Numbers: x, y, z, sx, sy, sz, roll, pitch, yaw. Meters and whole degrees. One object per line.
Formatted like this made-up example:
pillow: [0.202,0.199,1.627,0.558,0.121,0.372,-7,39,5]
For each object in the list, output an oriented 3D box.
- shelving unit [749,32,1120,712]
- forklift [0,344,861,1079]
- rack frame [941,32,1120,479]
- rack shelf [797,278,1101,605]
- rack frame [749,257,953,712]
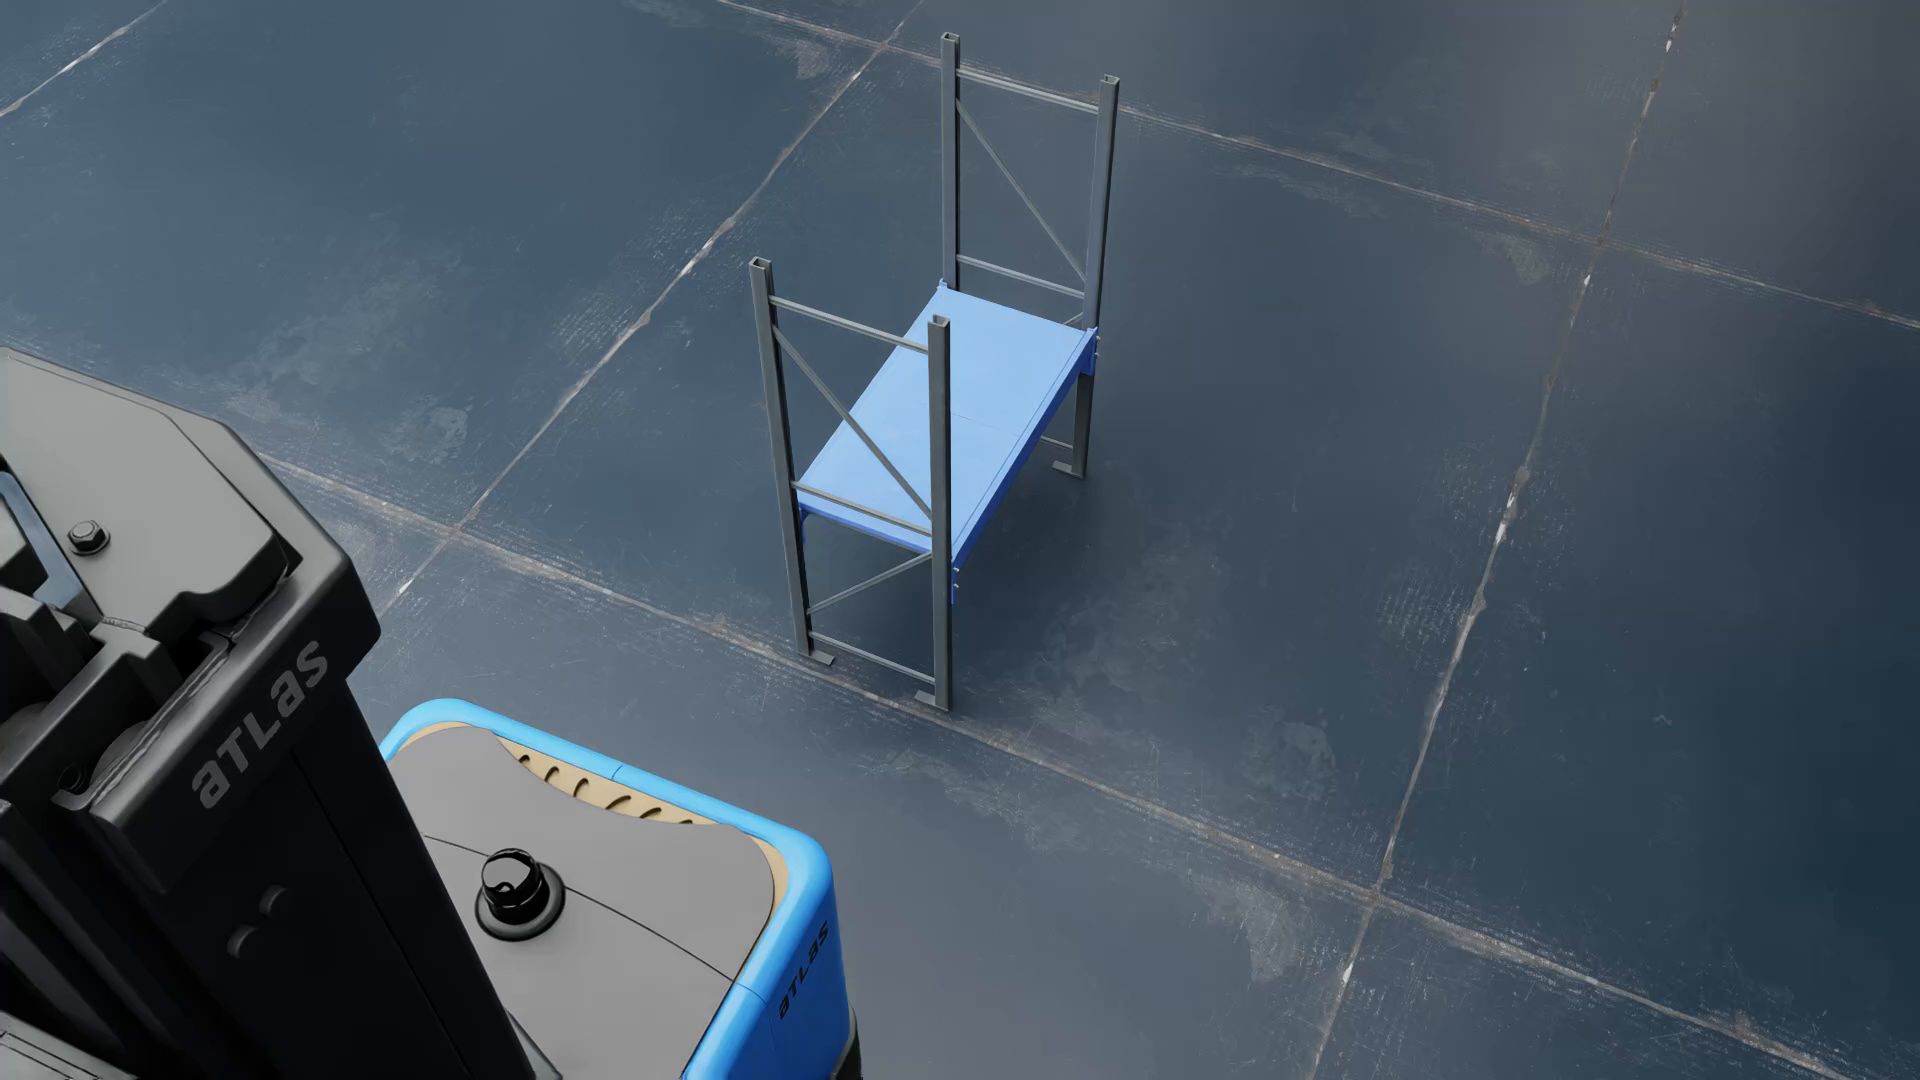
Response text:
shelving unit: [-0.036,-0.427,4.629,0.538,1.500,1.048,20,52,16]
forklift: [-1.291,1.243,2.268,1.130,2.935,3.031,18,52,15]
rack frame: [0.181,-0.777,4.927,0.500,1.500,0.032,20,52,16]
rack shelf: [-0.036,-0.311,4.766,0.538,0.185,1.000,20,52,16]
rack frame: [-0.254,-0.077,4.331,0.500,1.500,0.032,20,52,16]
